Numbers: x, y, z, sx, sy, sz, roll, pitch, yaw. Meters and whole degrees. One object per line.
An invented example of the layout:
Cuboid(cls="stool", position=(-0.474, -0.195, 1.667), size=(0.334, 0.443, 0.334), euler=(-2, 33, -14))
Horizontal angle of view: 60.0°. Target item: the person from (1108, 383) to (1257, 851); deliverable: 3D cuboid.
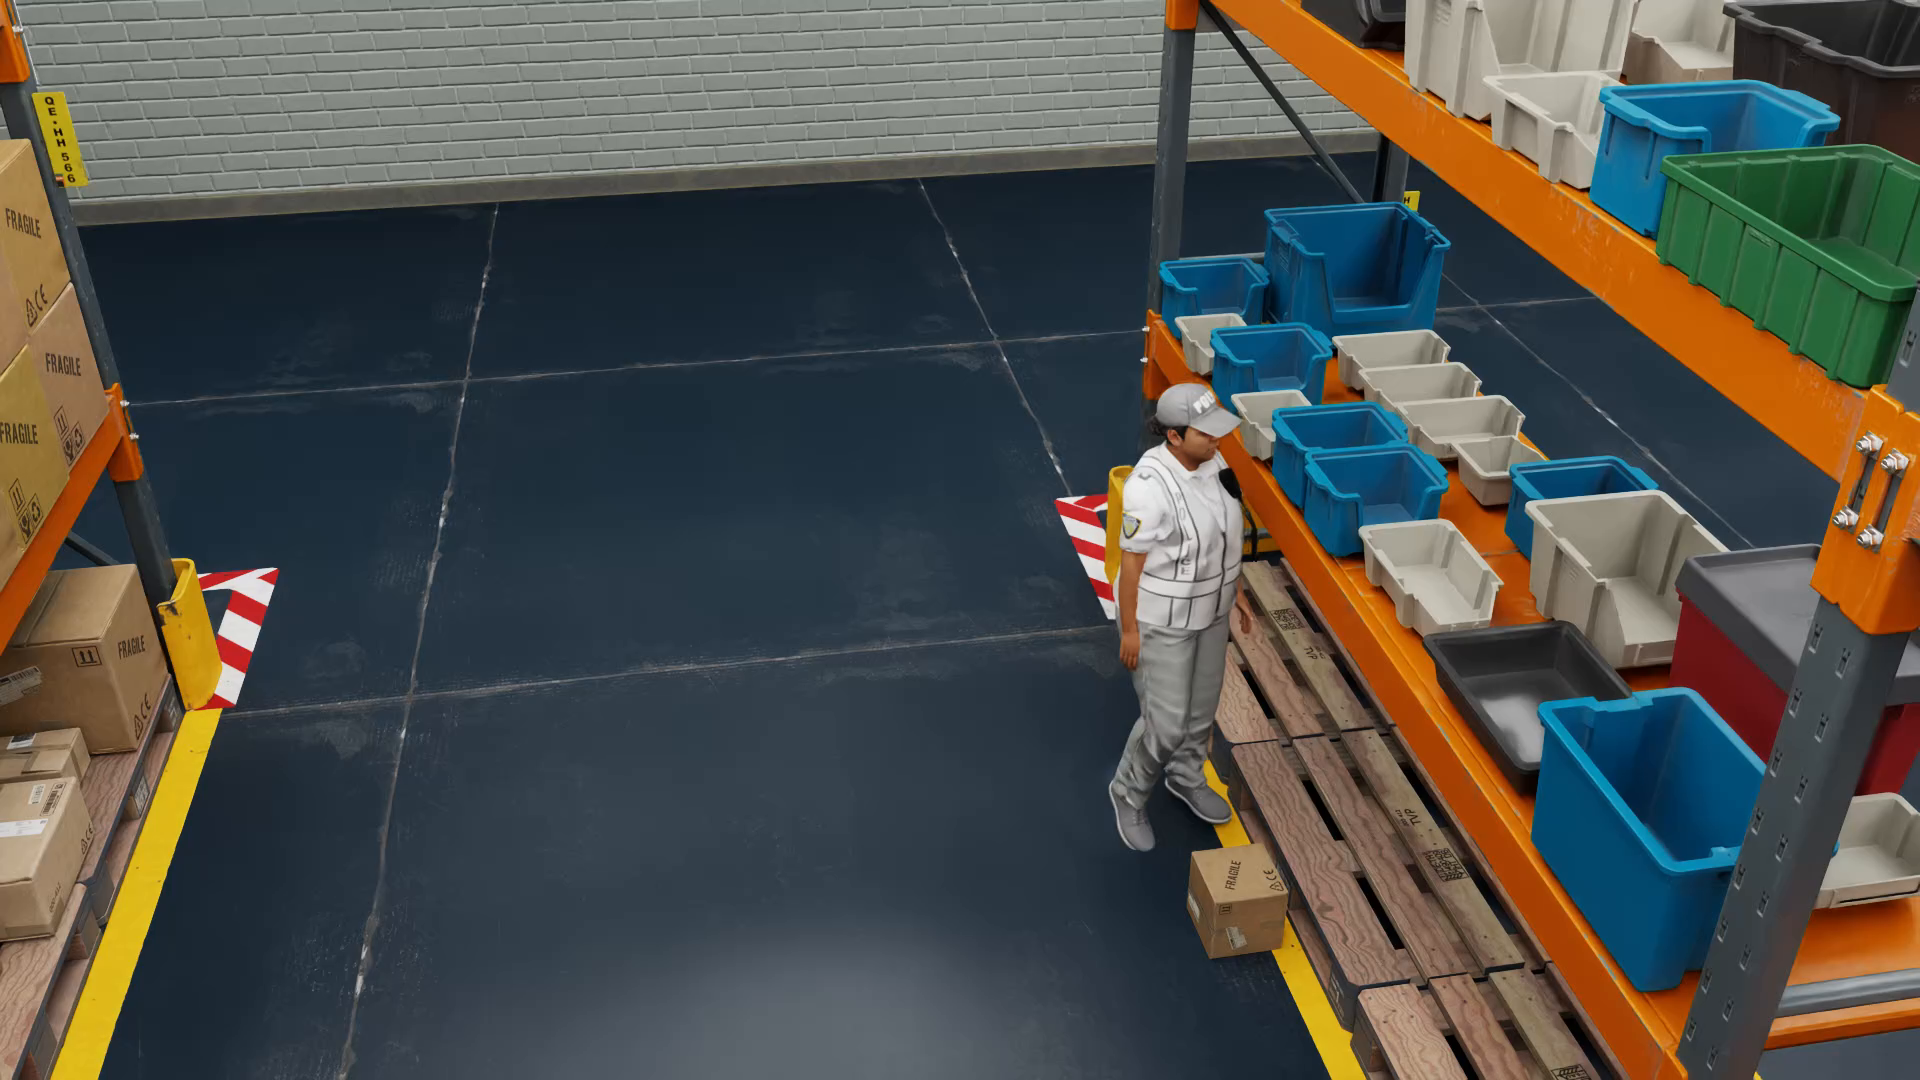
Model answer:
Cuboid(cls="person", position=(0.764, 0.275, 5.676), size=(0.452, 1.723, 0.535), euler=(27, 40, 37))
